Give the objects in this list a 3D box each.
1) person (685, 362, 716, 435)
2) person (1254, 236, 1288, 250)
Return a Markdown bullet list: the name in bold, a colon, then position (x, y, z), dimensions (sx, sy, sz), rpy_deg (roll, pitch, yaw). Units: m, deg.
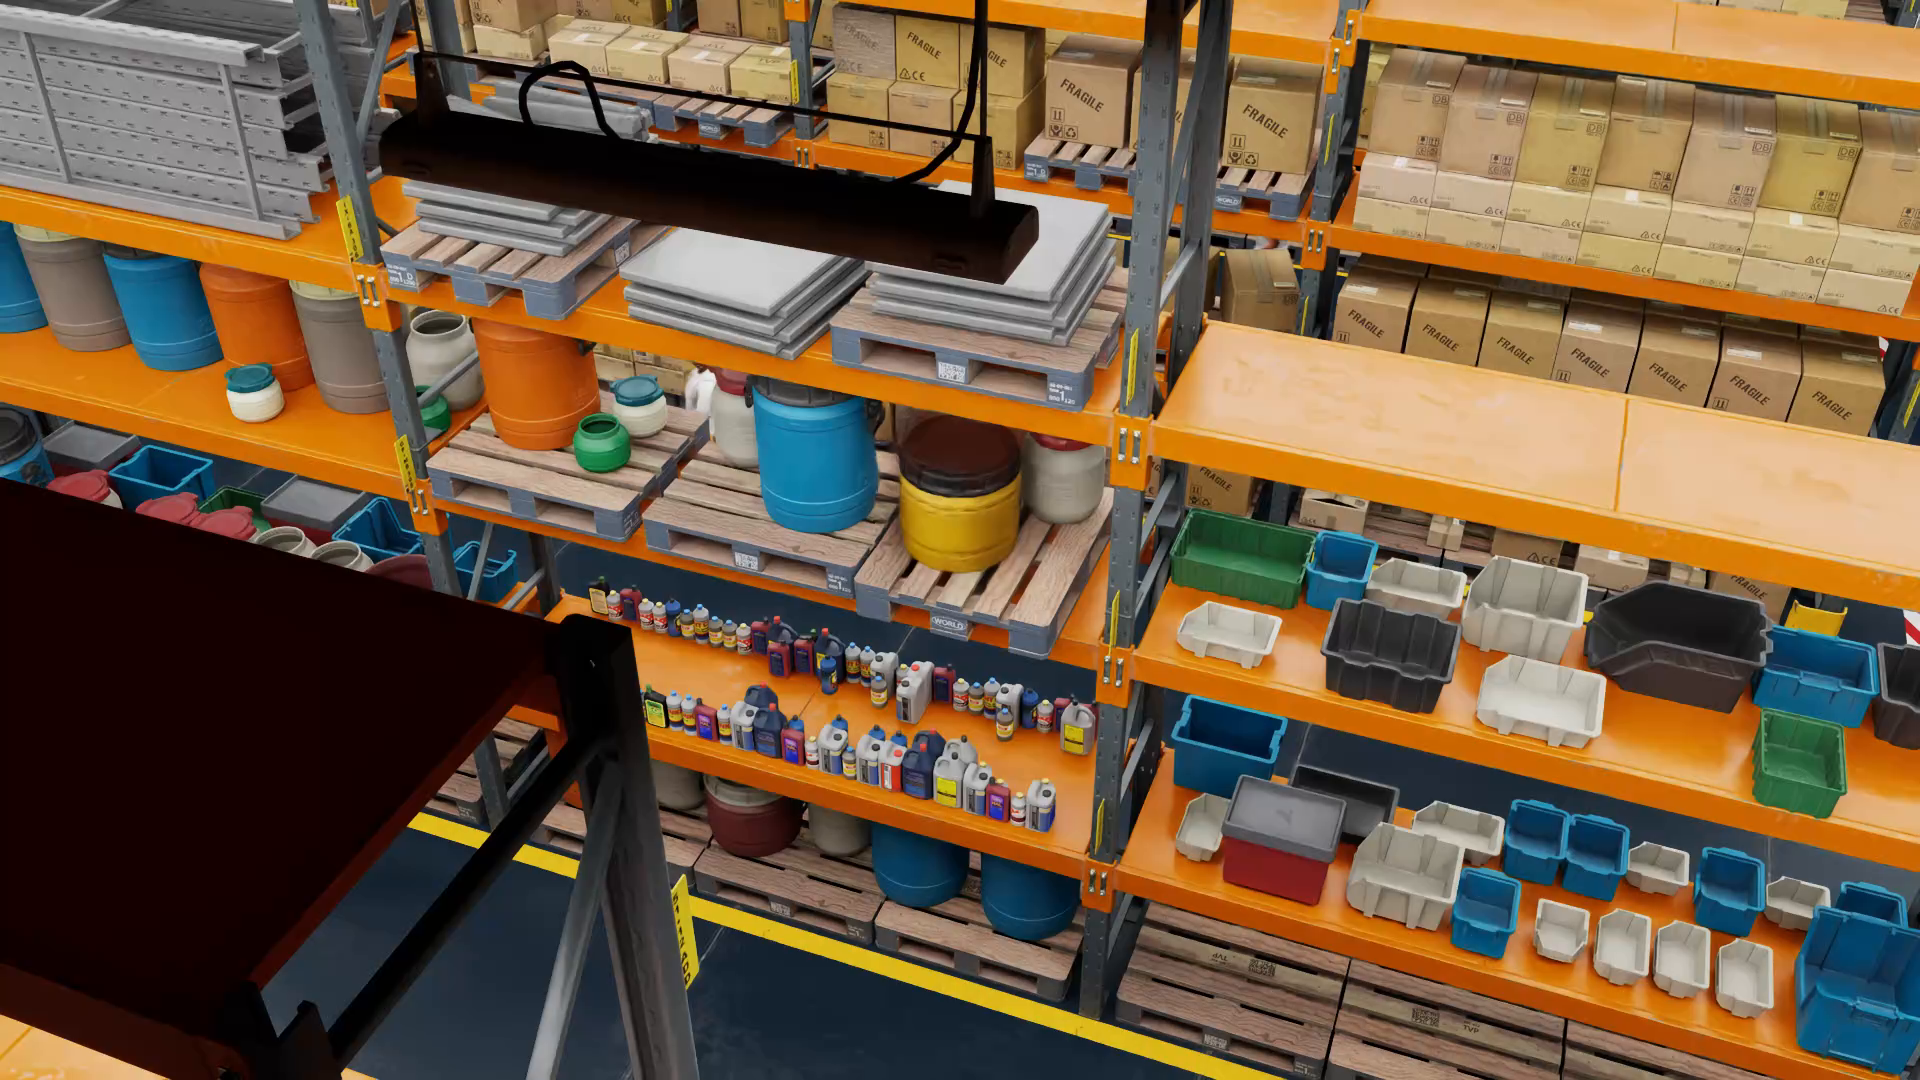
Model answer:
- **person**: position (-2.140, -0.879, 13.135), dimensions (0.781, 1.765, 0.600), rpy_deg (-2, 37, -2)
- **person**: position (2.727, -2.636, 15.475), dimensions (0.726, 1.791, 0.575), rpy_deg (7, 37, 10)
